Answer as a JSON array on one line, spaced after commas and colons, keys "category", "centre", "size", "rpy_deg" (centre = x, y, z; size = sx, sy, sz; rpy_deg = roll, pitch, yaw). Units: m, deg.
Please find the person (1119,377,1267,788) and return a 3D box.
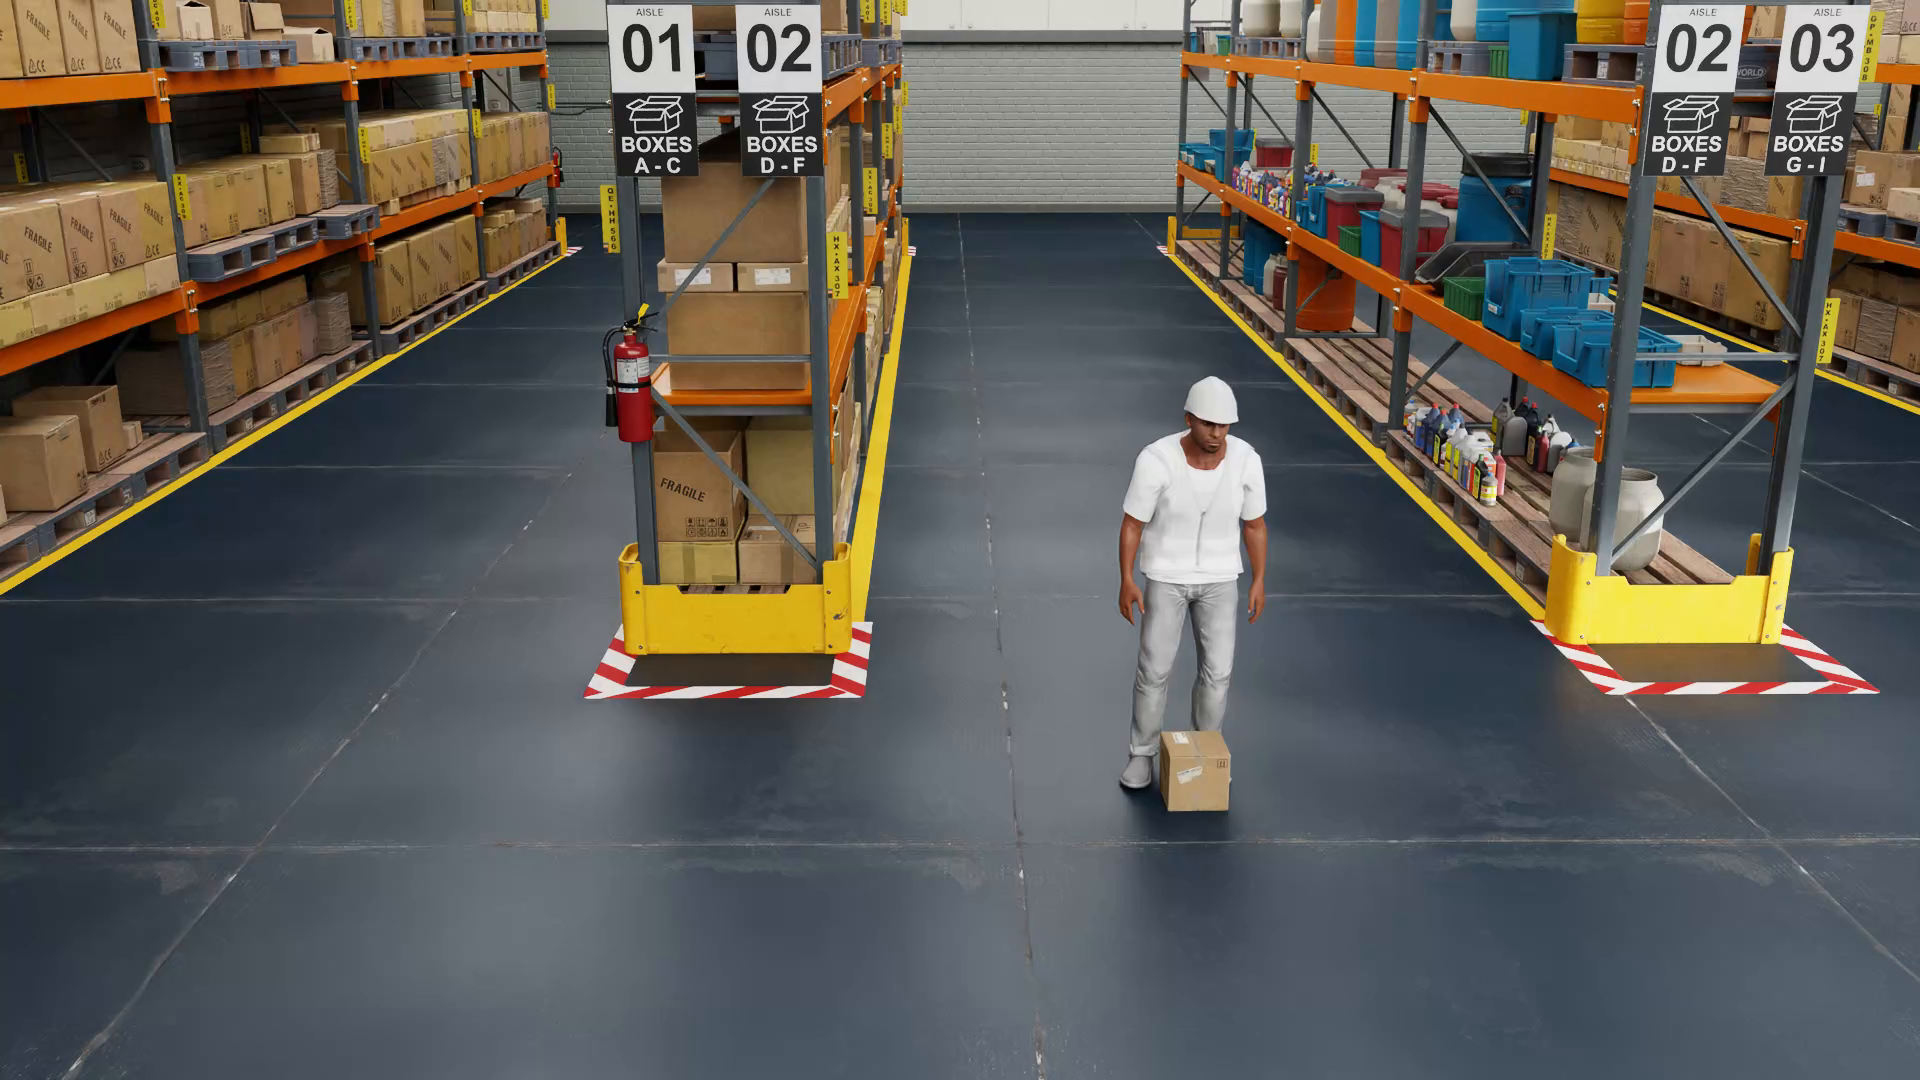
[{"category": "person", "centre": [0.973, 0.177, 6.938], "size": [0.633, 1.759, 0.462], "rpy_deg": [-1, 17, -4]}]
